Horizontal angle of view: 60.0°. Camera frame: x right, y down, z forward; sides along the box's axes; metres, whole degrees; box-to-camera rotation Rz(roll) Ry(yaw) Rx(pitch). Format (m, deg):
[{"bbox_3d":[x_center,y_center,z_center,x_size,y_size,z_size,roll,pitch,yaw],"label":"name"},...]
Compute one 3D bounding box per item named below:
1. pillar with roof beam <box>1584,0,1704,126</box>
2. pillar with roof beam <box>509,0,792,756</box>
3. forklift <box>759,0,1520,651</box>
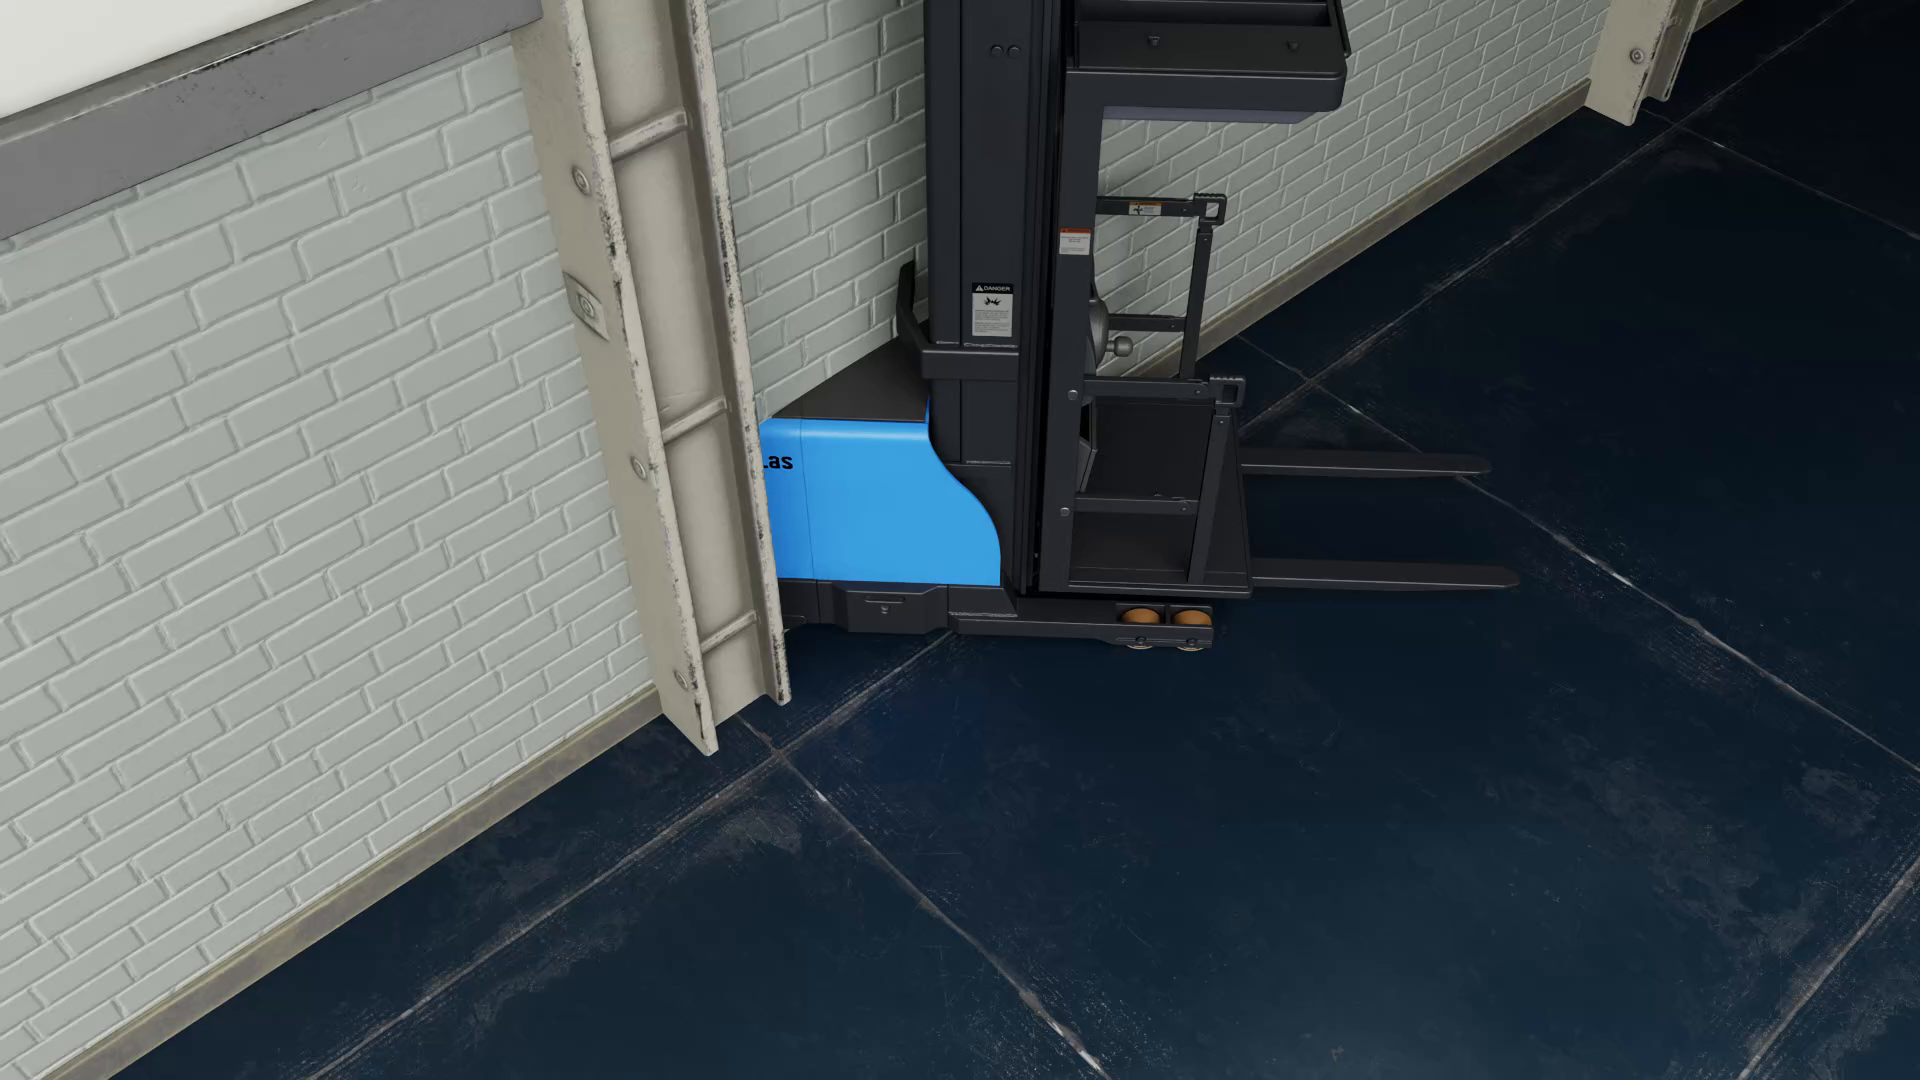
[{"bbox_3d":[6.462,-3.072,3.462,0.400,9.000,9.100,-34,56,-27],"label":"pillar with roof beam"},{"bbox_3d":[2.022,-0.106,0.725,0.400,9.000,9.100,-34,56,-27],"label":"pillar with roof beam"},{"bbox_3d":[0.624,-0.973,5.653,3.031,2.935,1.130,2,47,2],"label":"forklift"}]
